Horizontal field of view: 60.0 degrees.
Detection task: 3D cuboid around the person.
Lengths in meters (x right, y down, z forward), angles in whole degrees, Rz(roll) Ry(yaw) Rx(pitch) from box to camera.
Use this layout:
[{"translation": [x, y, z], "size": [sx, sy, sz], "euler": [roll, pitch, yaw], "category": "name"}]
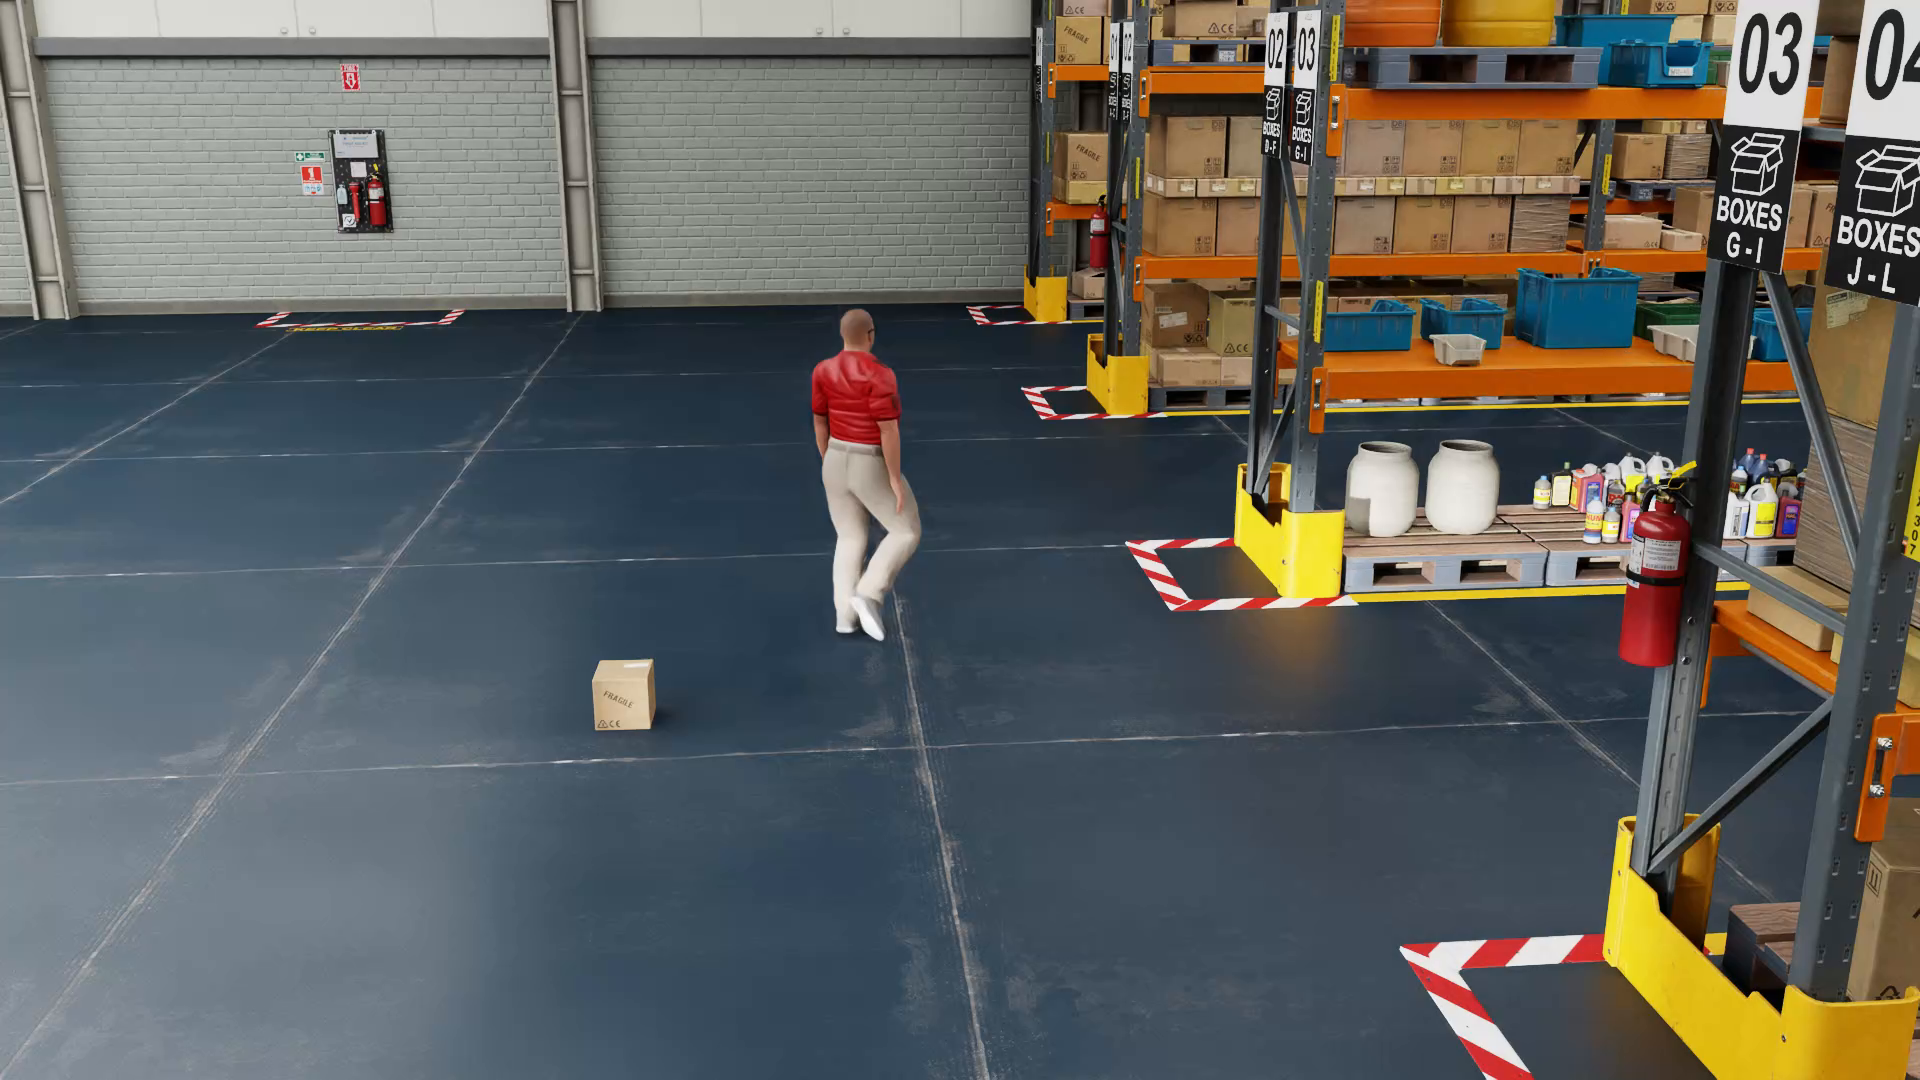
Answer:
[{"translation": [-0.499, -0.336, 8.628], "size": [0.571, 1.735, 0.483], "euler": [9, 19, 29], "category": "person"}]
